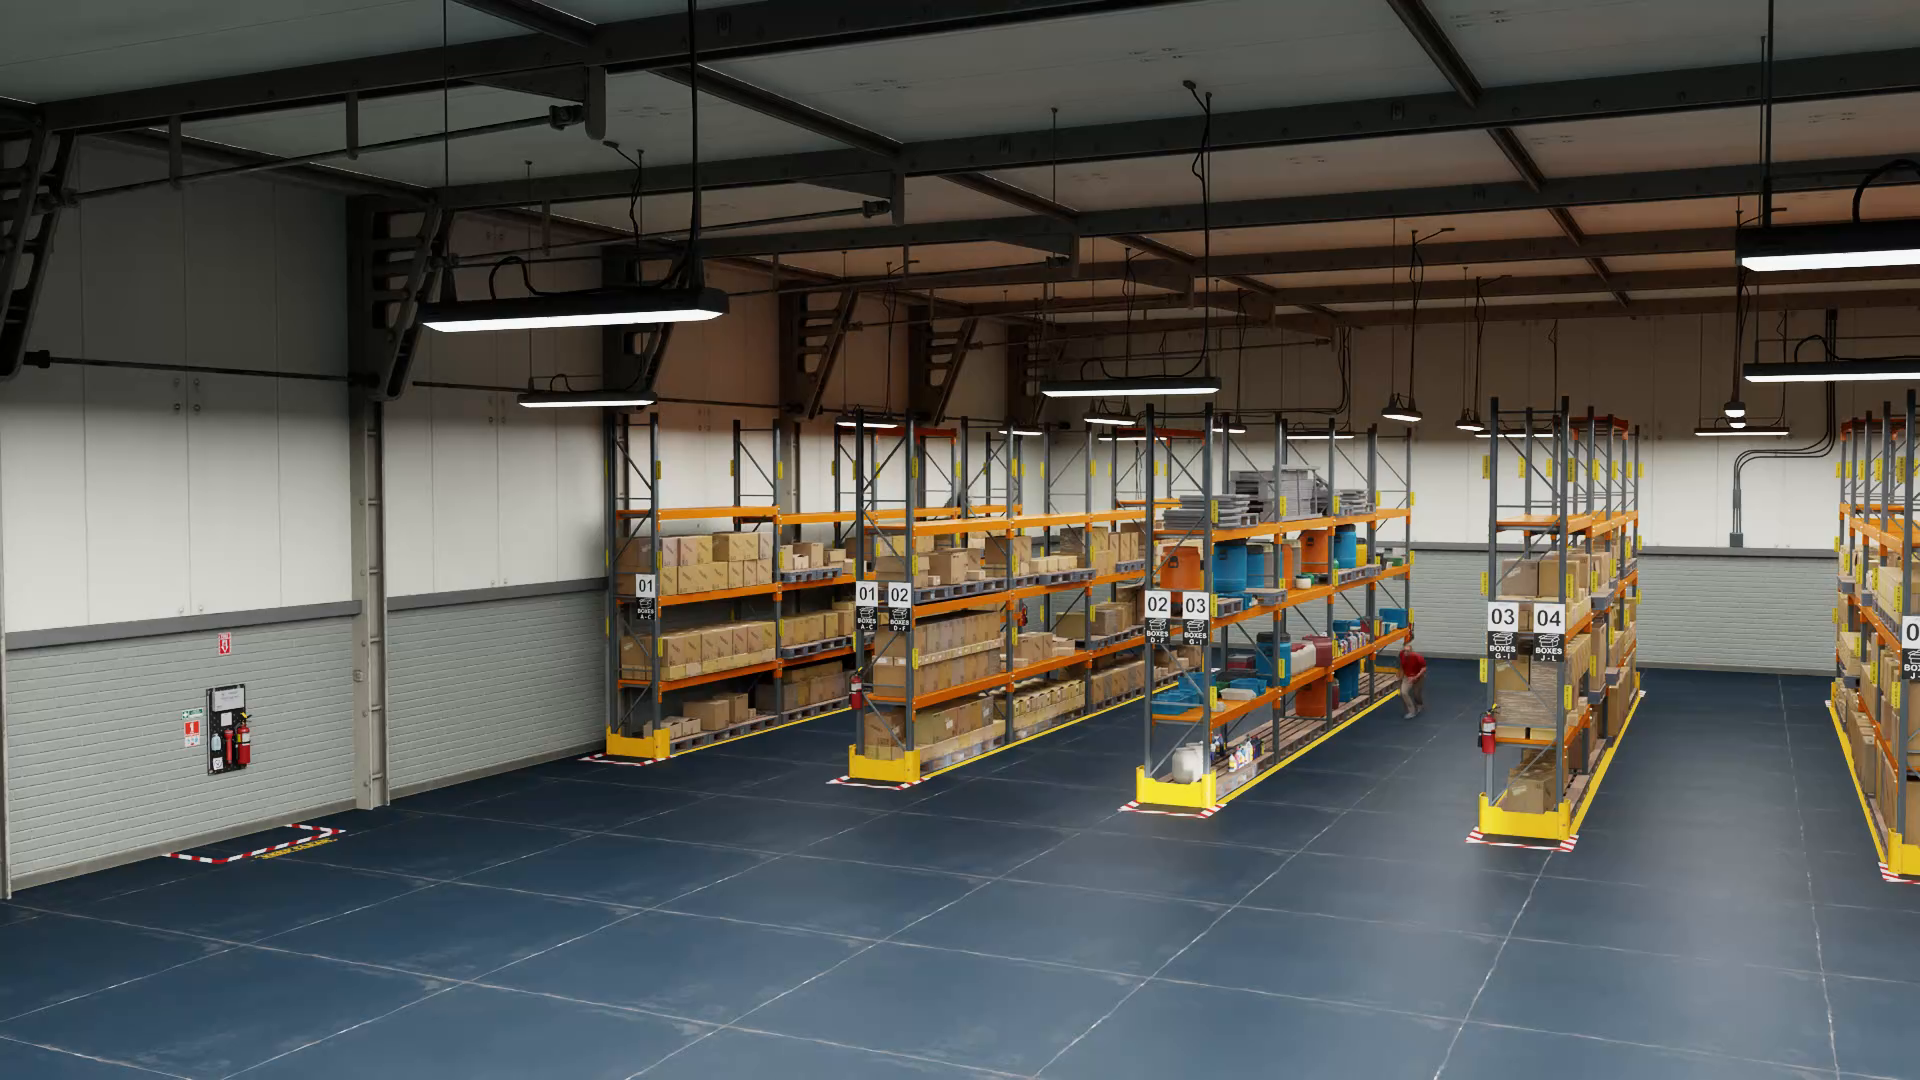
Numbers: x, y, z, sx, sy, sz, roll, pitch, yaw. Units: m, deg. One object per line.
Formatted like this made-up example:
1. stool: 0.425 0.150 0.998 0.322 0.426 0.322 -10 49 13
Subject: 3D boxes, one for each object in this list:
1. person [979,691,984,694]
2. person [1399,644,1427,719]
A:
1. person: 0.266 2.704 36.902 0.652 1.625 0.812 -1 2 -15
2. person: 9.229 2.827 33.663 0.647 1.534 1.124 2 3 37
